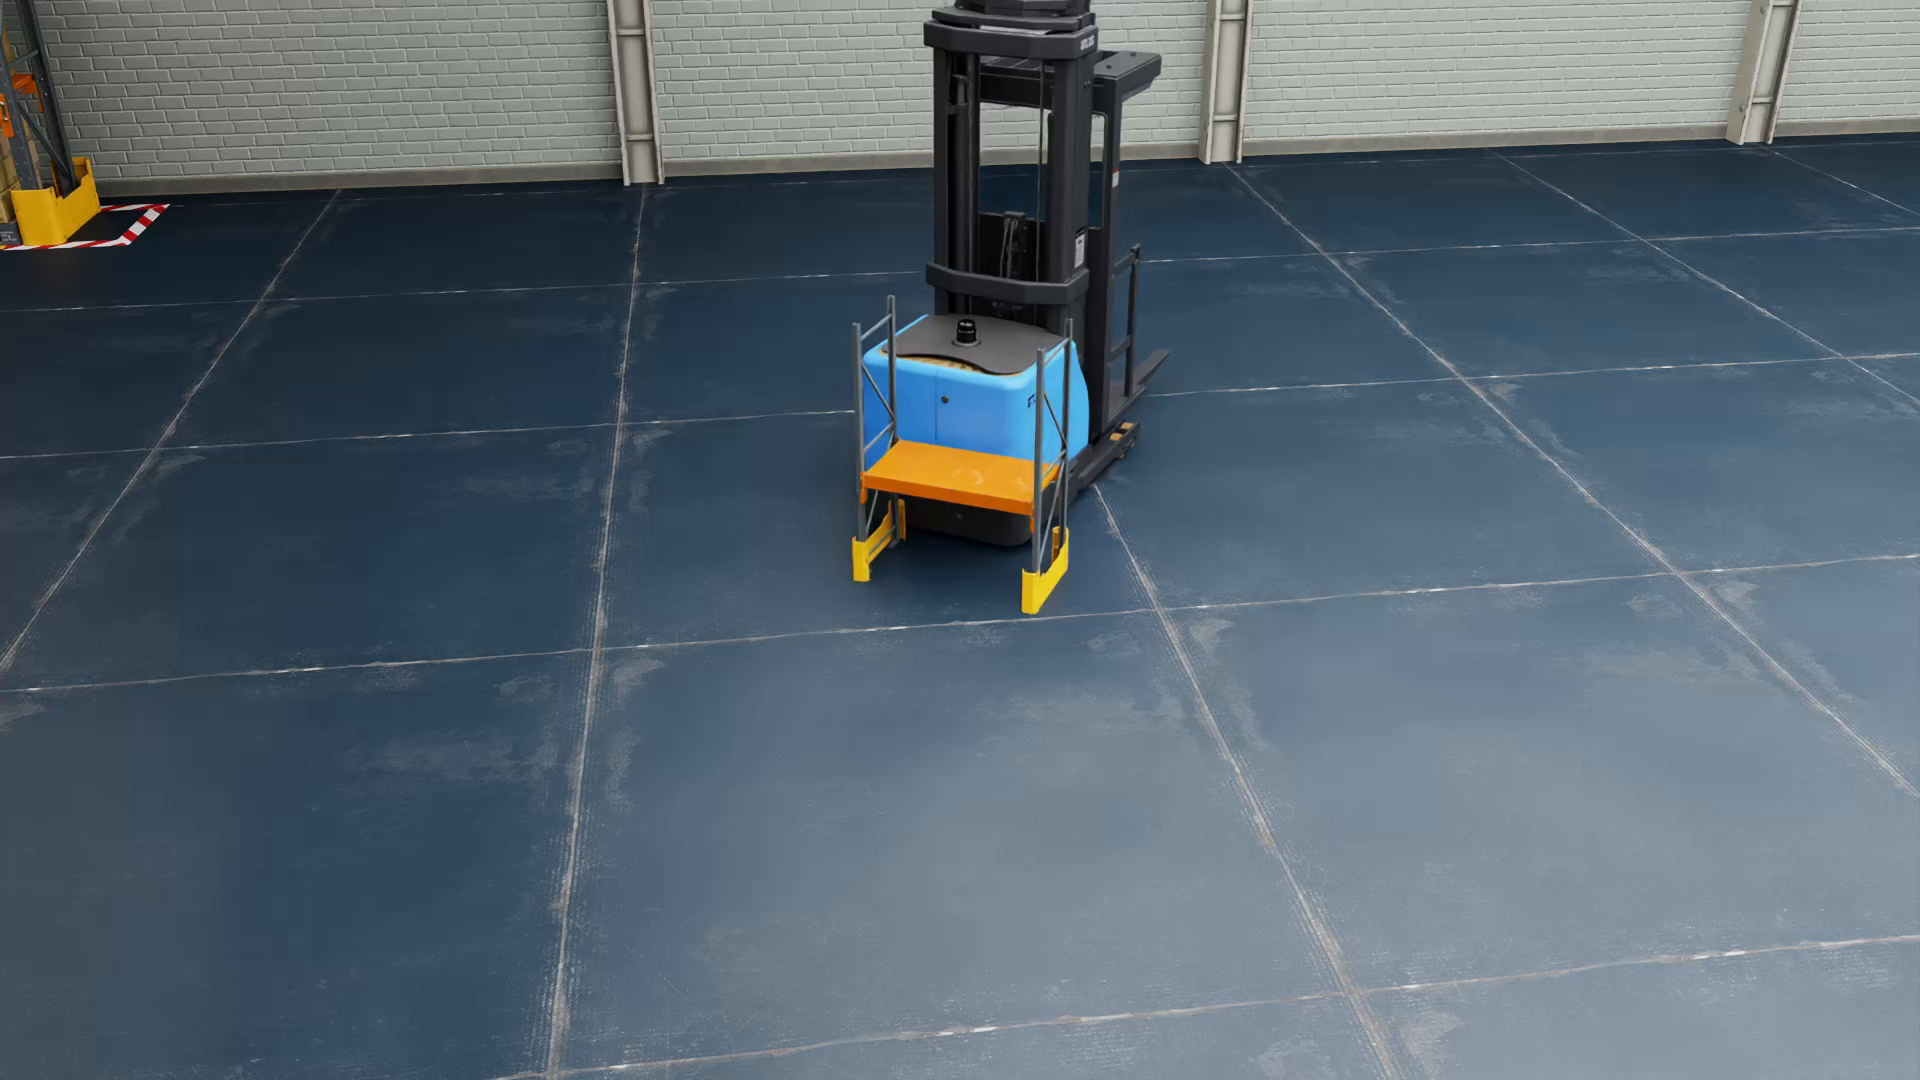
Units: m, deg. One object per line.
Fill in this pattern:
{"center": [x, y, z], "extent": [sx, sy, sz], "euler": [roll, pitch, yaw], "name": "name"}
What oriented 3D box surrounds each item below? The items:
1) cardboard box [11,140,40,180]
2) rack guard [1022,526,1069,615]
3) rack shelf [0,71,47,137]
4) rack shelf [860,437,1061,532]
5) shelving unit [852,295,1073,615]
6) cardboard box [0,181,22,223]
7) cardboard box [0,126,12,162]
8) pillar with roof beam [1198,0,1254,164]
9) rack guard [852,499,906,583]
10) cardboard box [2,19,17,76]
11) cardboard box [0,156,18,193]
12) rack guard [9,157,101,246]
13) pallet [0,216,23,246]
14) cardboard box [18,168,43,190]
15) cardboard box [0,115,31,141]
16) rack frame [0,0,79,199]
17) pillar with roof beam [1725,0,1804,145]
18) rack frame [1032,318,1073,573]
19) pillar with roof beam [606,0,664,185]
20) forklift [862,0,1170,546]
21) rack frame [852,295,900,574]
{"center": [-8.819, -3.481, 15.254], "extent": [0.500, 0.250, 0.500], "euler": [-3, 27, -6], "name": "cardboard box"}
{"center": [0.471, 0.164, 9.157], "extent": [0.087, 0.250, 0.587], "euler": [10, 29, 19], "name": "rack guard"}
{"center": [-10.305, -3.784, 14.628], "extent": [4.000, 0.370, 1.077], "euler": [-4, 27, -7], "name": "rack shelf"}
{"center": [0.015, -0.313, 9.111], "extent": [1.000, 0.185, 0.538], "euler": [10, 29, 19], "name": "rack shelf"}
{"center": [0.006, -0.475, 9.032], "extent": [1.083, 1.500, 0.587], "euler": [10, 29, 19], "name": "shelving unit"}
{"center": [-8.746, -3.022, 14.906], "extent": [0.500, 0.250, 0.500], "euler": [-3, 27, -7], "name": "cardboard box"}
{"center": [-8.737, -3.470, 14.683], "extent": [0.500, 0.250, 0.500], "euler": [-3, 27, -5], "name": "cardboard box"}
{"center": [3.343, -6.081, 11.744], "extent": [0.400, 9.000, 9.100], "euler": [-4, 27, -7], "name": "pillar with roof beam"}
{"center": [-0.458, -0.001, 9.478], "extent": [0.087, 0.250, 0.587], "euler": [10, 29, 19], "name": "rack guard"}
{"center": [-8.854, -4.370, 14.872], "extent": [0.500, 0.500, 0.500], "euler": [-3, 27, -5], "name": "cardboard box"}
{"center": [-8.763, -3.245, 14.793], "extent": [0.500, 0.250, 0.500], "euler": [-4, 27, -8], "name": "cardboard box"}
{"center": [-8.301, -3.121, 15.285], "extent": [0.348, 0.500, 1.175], "euler": [-4, 27, -7], "name": "rack guard"}
{"center": [-9.076, -2.923, 15.216], "extent": [1.213, 0.211, 1.003], "euler": [-4, 27, -7], "name": "pallet"}
{"center": [-8.838, -3.252, 15.354], "extent": [0.500, 0.250, 0.500], "euler": [-4, 27, -7], "name": "cardboard box"}
{"center": [-8.827, -3.695, 15.122], "extent": [0.500, 0.250, 0.500], "euler": [-4, 27, -8], "name": "cardboard box"}
{"center": [-8.325, -4.232, 14.711], "extent": [0.127, 3.000, 1.000], "euler": [-4, 27, -7], "name": "rack frame"}
{"center": [9.284, -6.463, 12.488], "extent": [0.400, 9.000, 9.100], "euler": [-4, 27, -7], "name": "pillar with roof beam"}
{"center": [0.489, -0.389, 8.865], "extent": [0.032, 1.500, 0.500], "euler": [10, 29, 19], "name": "rack frame"}
{"center": [-2.599, -5.699, 11.000], "extent": [0.400, 9.000, 9.100], "euler": [-4, 27, -7], "name": "pillar with roof beam"}
{"center": [0.531, -1.912, 10.265], "extent": [1.130, 2.935, 3.031], "euler": [13, 30, 23], "name": "forklift"}
{"center": [-0.459, -0.557, 9.193], "extent": [0.032, 1.500, 0.500], "euler": [10, 29, 19], "name": "rack frame"}
